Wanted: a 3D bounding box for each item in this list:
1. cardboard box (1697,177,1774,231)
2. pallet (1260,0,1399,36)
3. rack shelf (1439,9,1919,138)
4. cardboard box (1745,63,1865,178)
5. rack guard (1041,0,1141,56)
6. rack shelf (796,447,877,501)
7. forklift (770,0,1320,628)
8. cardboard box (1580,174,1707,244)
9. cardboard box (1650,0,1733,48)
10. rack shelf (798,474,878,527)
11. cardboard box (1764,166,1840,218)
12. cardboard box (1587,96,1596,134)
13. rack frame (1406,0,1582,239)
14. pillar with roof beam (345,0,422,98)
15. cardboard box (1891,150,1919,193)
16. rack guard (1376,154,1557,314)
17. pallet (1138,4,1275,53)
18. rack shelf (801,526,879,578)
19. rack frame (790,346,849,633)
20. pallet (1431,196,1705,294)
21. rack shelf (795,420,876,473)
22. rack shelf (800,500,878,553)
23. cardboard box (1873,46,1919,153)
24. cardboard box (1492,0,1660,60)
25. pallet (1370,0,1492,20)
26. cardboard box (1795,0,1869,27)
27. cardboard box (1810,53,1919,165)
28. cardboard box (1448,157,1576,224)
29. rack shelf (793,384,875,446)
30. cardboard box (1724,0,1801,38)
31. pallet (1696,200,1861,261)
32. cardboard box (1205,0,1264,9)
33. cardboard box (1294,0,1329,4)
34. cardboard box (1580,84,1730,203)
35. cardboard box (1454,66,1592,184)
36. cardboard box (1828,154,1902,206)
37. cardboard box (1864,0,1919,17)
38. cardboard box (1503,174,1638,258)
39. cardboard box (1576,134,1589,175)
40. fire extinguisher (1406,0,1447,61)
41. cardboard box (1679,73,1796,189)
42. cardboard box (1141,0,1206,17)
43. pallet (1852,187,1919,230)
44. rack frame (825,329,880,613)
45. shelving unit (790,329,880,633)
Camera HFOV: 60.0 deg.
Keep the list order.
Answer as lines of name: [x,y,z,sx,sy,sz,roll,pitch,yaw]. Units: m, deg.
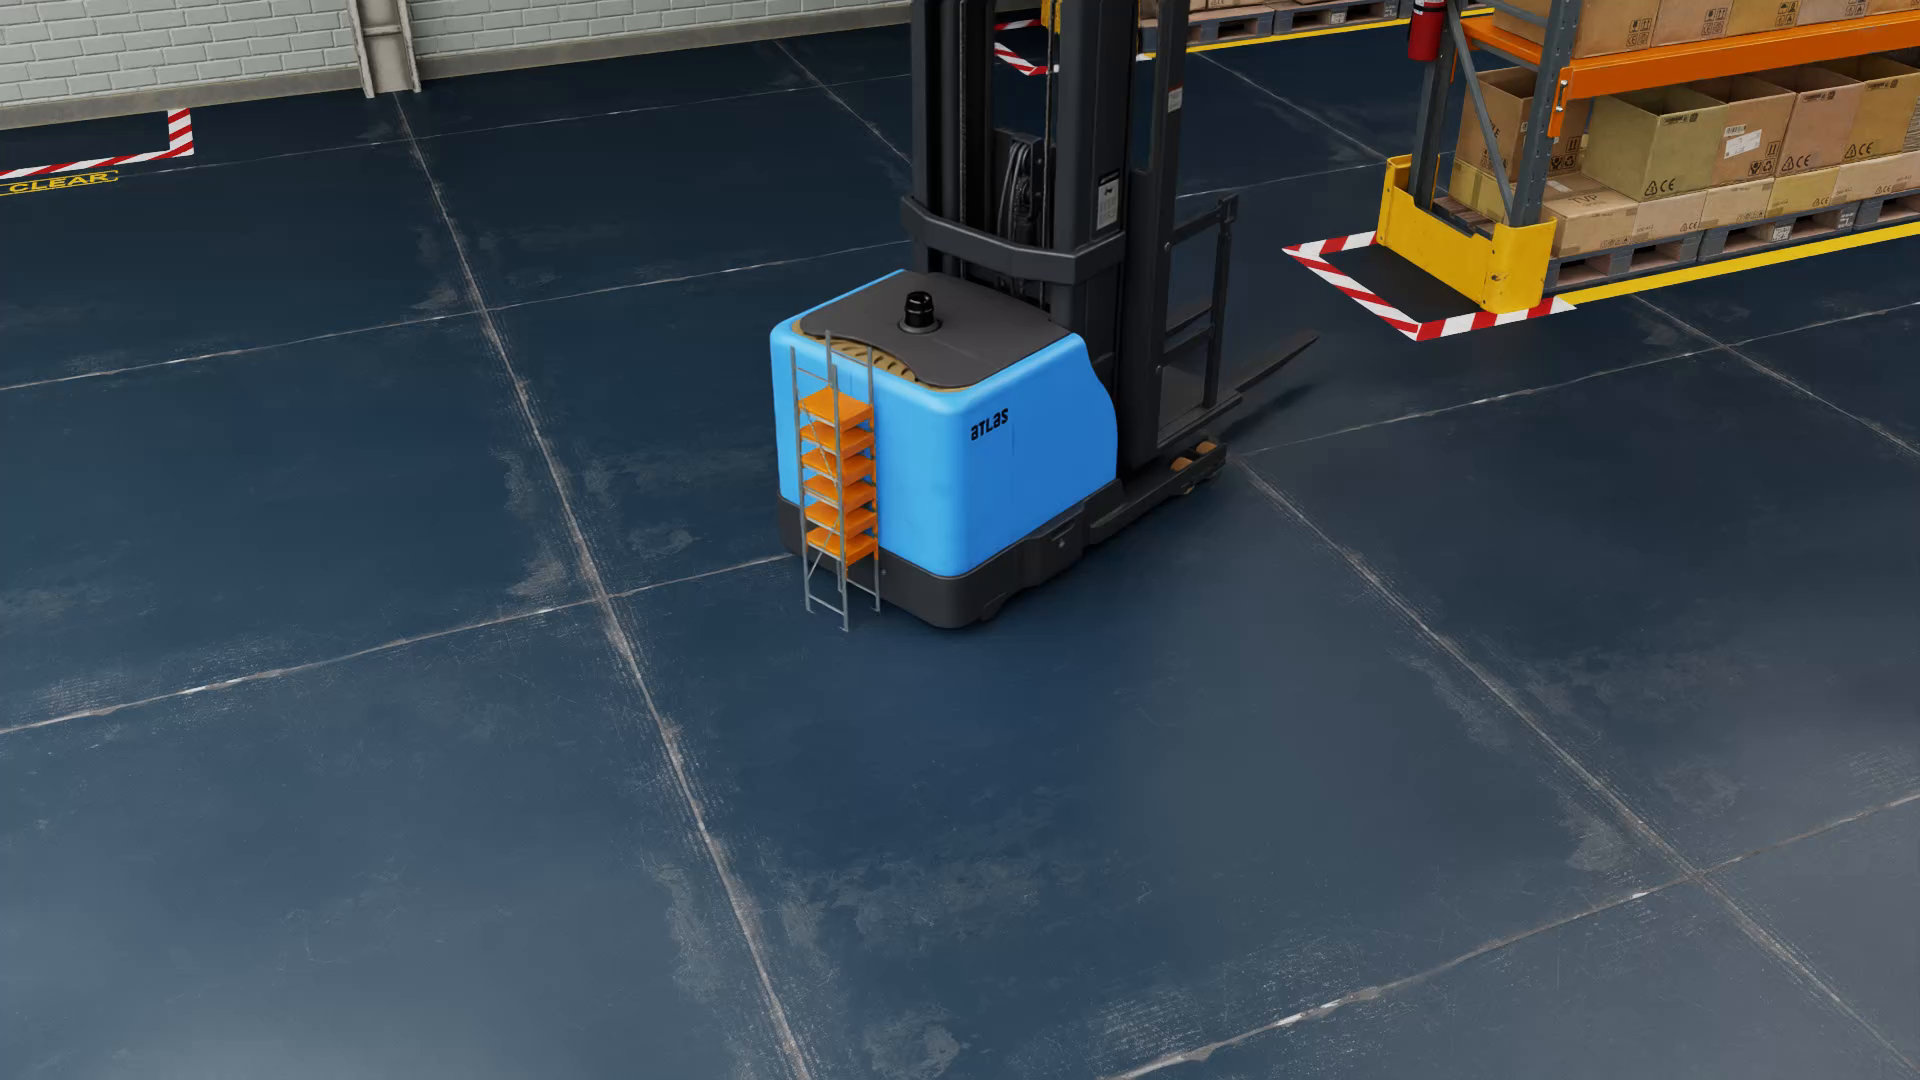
cardboard box: [4.395,-2.064,9.808,0.500,0.250,0.500,-13,35,-19]
pallet: [2.929,-4.573,14.085,1.213,0.211,1.003,-13,35,-19]
rack shelf: [4.738,-2.947,9.689,4.000,0.370,1.077,-13,35,-19]
cardboard box: [4.859,-2.481,9.762,0.500,0.500,0.500,-13,35,-19]
rack guard: [1.043,-4.285,13.378,0.348,0.500,1.175,-13,35,-19]
rack shelf: [-0.477,-0.274,6.432,0.258,0.103,0.180,26,41,34]
forklift: [0.582,-1.601,7.023,1.130,2.935,3.031,26,41,34]
cardboard box: [3.934,-1.959,9.647,0.500,0.250,0.500,-13,35,-19]
cardboard box: [3.812,-3.074,9.132,0.500,0.500,0.700,-12,35,-18]
rack shelf: [-0.477,-0.173,6.498,0.258,0.103,0.180,26,41,34]
cardboard box: [4.858,-2.167,9.967,0.500,0.250,0.500,-13,35,-19]
cardboard box: [4.189,-2.646,10.015,0.500,0.500,0.500,-13,35,-19]
rack frame: [2.894,-2.827,8.844,0.127,3.000,1.000,-13,35,-19]
pillar with roof beam: [-2.582,-4.983,6.657,0.400,9.000,9.100,-13,35,-19]
cardboard box: [5.774,-2.386,10.303,0.500,0.250,0.500,-13,35,-19]
rack guard: [2.872,-1.774,9.518,0.348,0.500,1.175,-13,35,-19]
pallet: [1.806,-4.318,13.693,1.213,0.211,1.003,-13,35,-19]
rack shelf: [-0.477,0.028,6.629,0.258,0.103,0.180,26,41,34]
rack frame: [-0.538,-0.173,6.416,0.240,1.200,0.006,26,41,34]
pallet: [3.583,-1.840,9.885,1.213,0.211,1.003,-13,35,-19]
rack shelf: [-0.477,-0.375,6.367,0.258,0.103,0.180,26,41,34]
rack shelf: [-0.477,-0.073,6.563,0.258,0.103,0.180,26,41,34]
cardboard box: [5.773,-2.702,10.100,0.500,0.500,0.500,-13,35,-19]
cardboard box: [3.329,-2.961,8.958,0.500,0.500,0.700,-13,35,-19]
pallet: [4.055,-4.833,14.484,1.213,0.211,1.003,-13,35,-19]
cardboard box: [4.756,-3.289,9.463,0.500,0.500,0.700,-12,35,-18]
cardboard box: [5.314,-2.594,9.935,0.500,0.500,0.500,-13,35,-19]
cardboard box: [3.274,-2.112,9.882,0.500,0.250,0.500,-13,35,-19]
rack shelf: [-0.477,-0.475,6.301,0.258,0.103,0.180,26,41,34]
cardboard box: [4.272,-3.176,9.289,0.500,0.500,0.700,-13,35,-19]
pallet: [4.706,-2.096,10.278,1.213,0.211,1.003,-13,35,-19]
cardboard box: [2.171,-4.595,13.624,0.500,0.311,0.500,-10,34,-15]
cardboard box: [2.867,-4.804,13.772,0.500,0.500,0.700,-15,36,-22]
cardboard box: [3.935,-2.272,9.441,0.500,0.500,0.500,-13,35,-19]
cardboard box: [3.273,-2.427,9.679,0.500,0.500,0.500,-13,35,-19]
cardboard box: [5.319,-2.273,10.130,0.500,0.250,0.500,-13,35,-19]
cardboard box: [5.227,-3.398,9.630,0.500,0.500,0.700,-12,35,-18]
cardboard box: [3.474,-1.852,9.481,0.500,0.250,0.500,-13,35,-19]
cardboard box: [3.730,-2.224,10.053,0.500,0.250,0.500,-13,35,-19]
fire extinguisher: [2.605,-3.003,9.186,0.183,0.674,0.296,-13,35,-19]
cardboard box: [4.391,-2.384,9.613,0.500,0.500,0.500,-13,35,-19]
cardboard box: [1.646,-4.475,13.439,0.500,0.311,0.500,-17,37,-24]
pallet: [5.833,-2.356,10.677,1.213,0.211,1.003,-13,35,-19]
rack frame: [-0.416,-0.248,6.531,0.240,1.200,0.006,26,41,34]
shelving unit: [-0.477,-0.211,6.474,0.258,1.200,0.189,26,41,34]
